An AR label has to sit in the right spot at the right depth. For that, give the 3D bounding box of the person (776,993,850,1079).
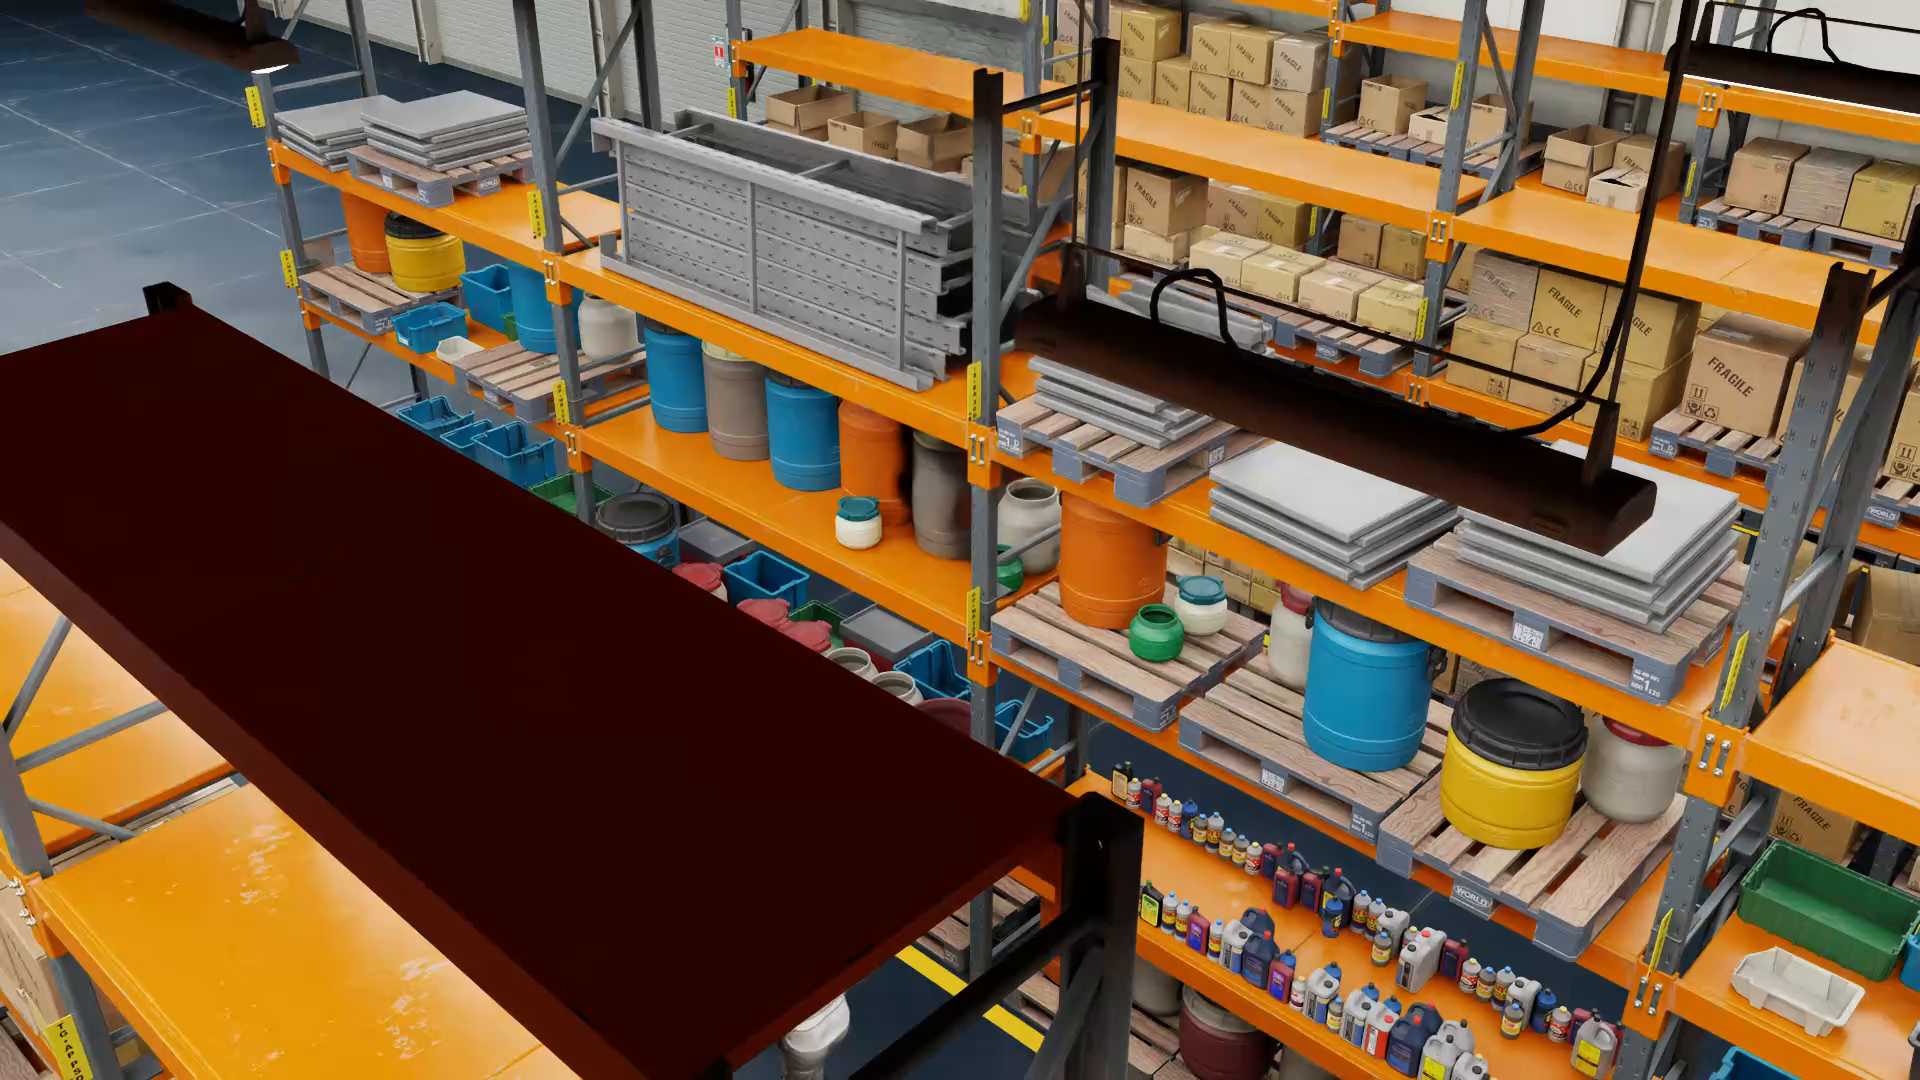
[{"bbox_3d":[-0.824,2.710,9.183,0.640,1.691,0.613,20,35,31],"label":"person"}]
